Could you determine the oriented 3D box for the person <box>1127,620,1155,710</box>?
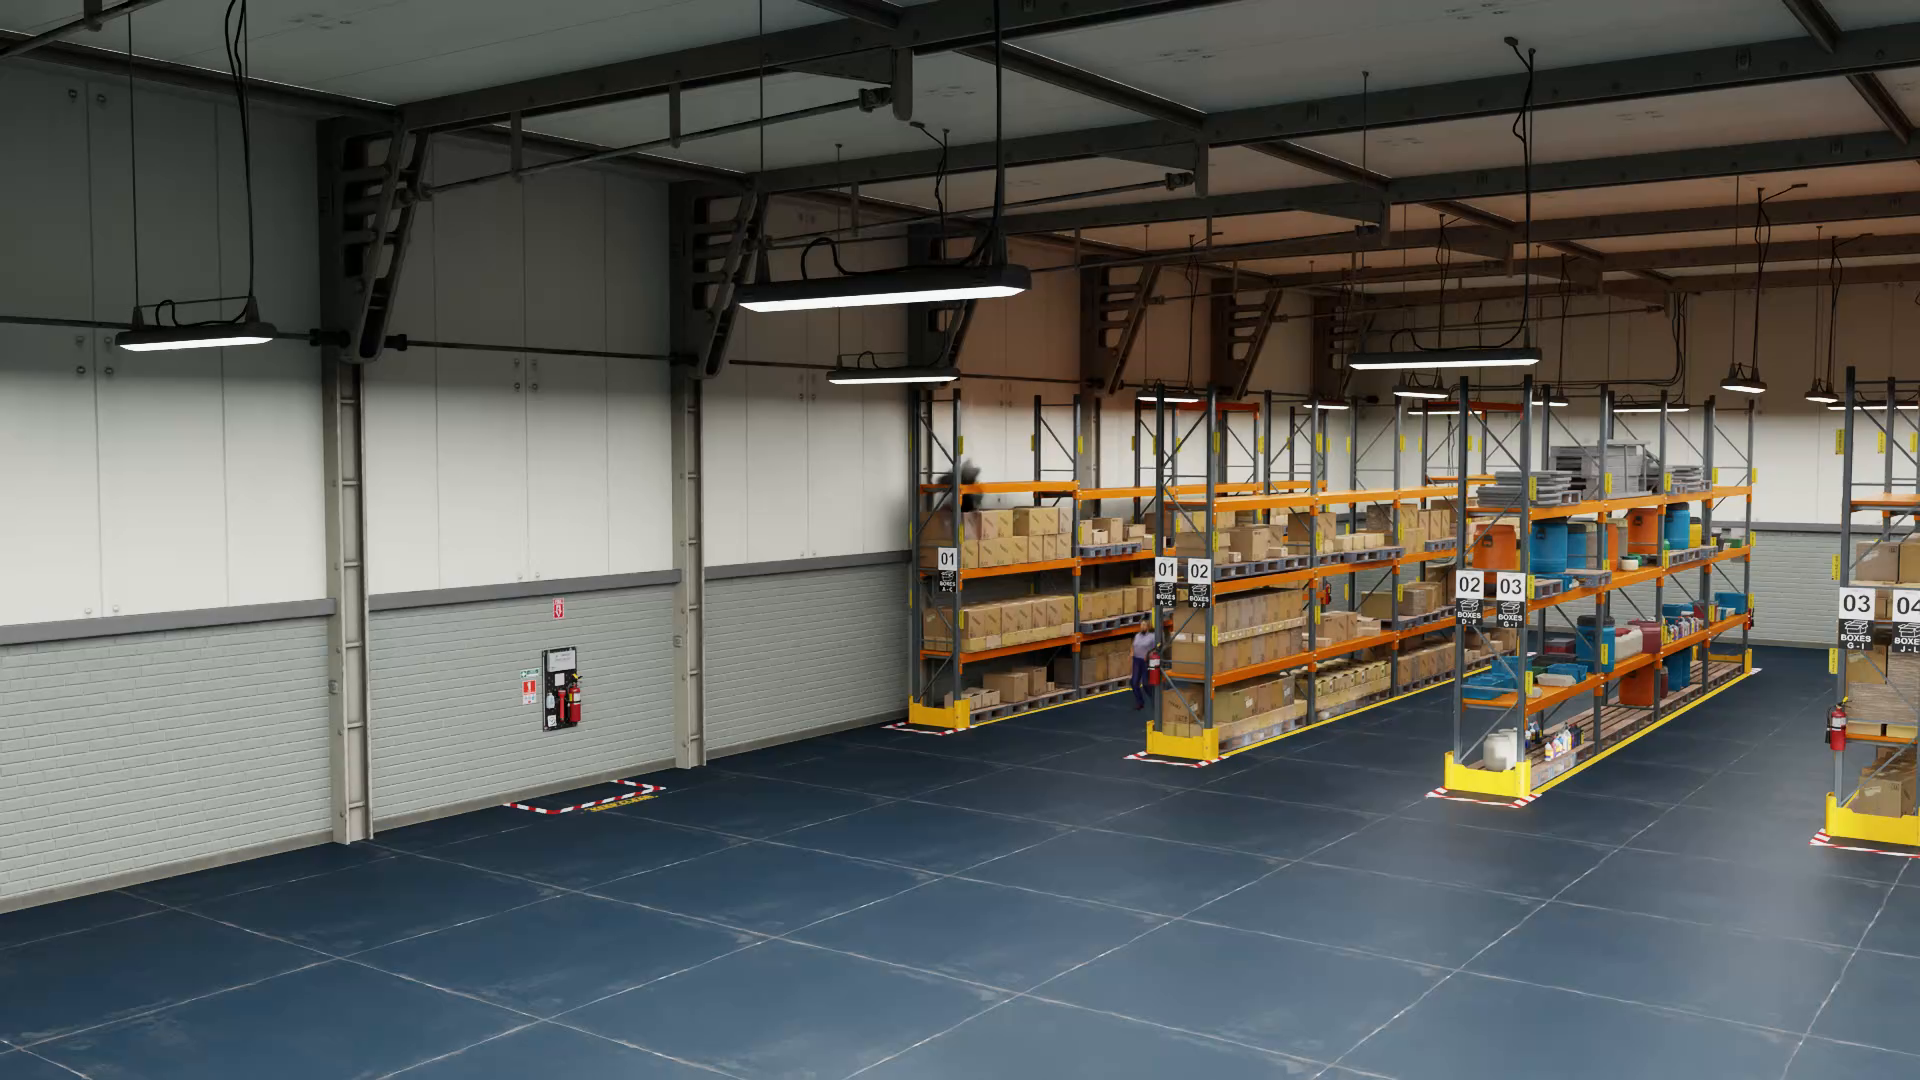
[{"bbox_3d":[3.276,2.237,29.673,0.623,1.610,0.552,2,4,35],"label":"person"}]
